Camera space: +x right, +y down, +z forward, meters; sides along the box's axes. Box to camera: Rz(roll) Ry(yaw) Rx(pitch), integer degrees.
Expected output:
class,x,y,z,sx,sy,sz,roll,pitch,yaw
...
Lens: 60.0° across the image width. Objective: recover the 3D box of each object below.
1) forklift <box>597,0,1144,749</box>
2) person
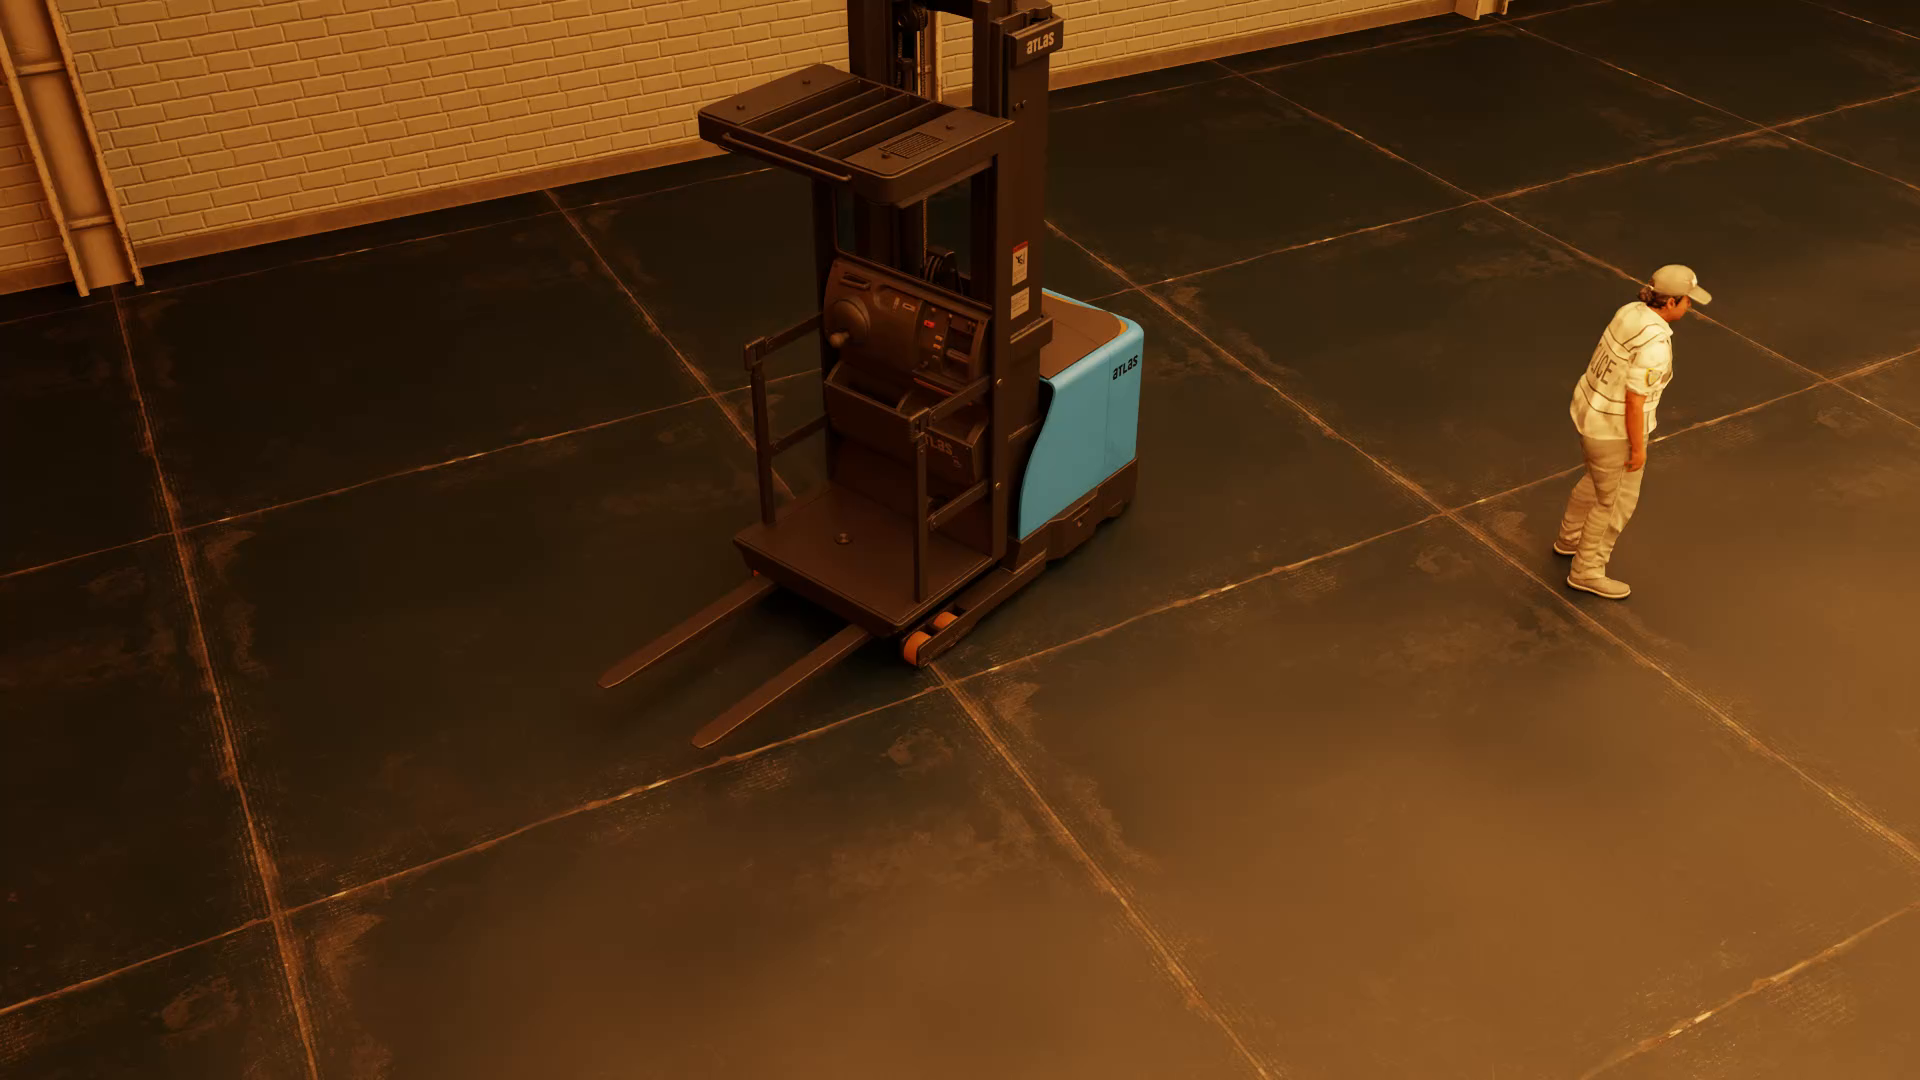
class,x,y,z,sx,sy,sz,roll,pitch,yaw
forklift,-0.390,-0.927,7.434,1.130,2.935,3.031,26,43,31
person,3.192,-0.544,7.991,0.473,1.666,0.547,3,35,4
